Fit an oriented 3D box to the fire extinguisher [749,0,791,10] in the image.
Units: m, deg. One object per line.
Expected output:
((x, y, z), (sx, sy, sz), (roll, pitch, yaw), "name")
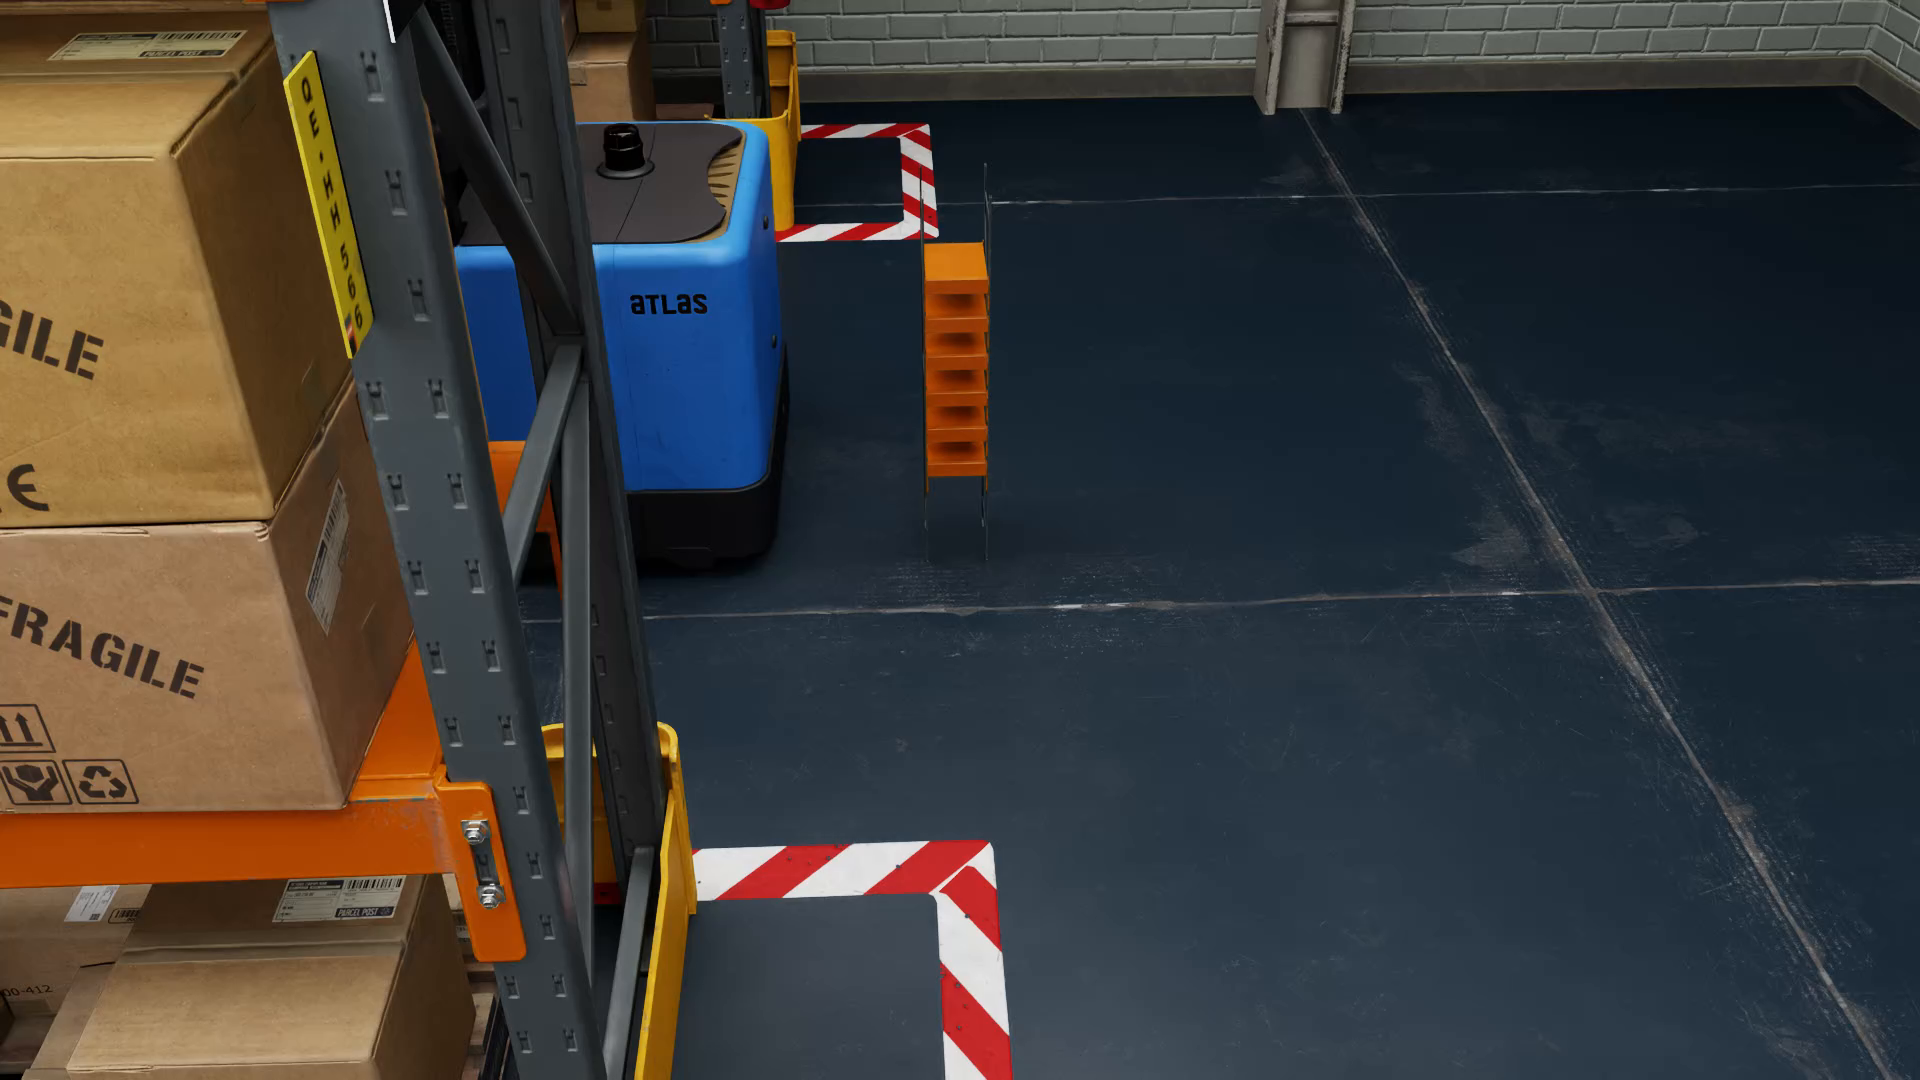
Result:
((-0.771, -2.450, 6.550), (0.183, 0.674, 0.296), (-2, 35, -2), "fire extinguisher")

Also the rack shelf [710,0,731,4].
((-2.941, -2.544, 6.922), (4.000, 0.370, 1.077), (-2, 35, -2), "rack shelf")

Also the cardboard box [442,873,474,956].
((-1.140, 0.730, 3.678), (0.250, 0.149, 0.380), (-2, 35, -2), "cardboard box")

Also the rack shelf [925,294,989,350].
((-0.014, -0.654, 4.797), (0.180, 0.103, 0.258), (-2, 35, -2), "rack shelf")

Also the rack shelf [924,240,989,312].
((-0.014, -0.752, 4.728), (0.180, 0.103, 0.258), (-2, 35, -2), "rack shelf")

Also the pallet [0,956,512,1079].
((-1.577, 1.093, 3.485), (1.213, 0.211, 1.003), (-2, 35, -2), "pallet")

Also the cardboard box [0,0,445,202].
((-1.161, -0.668, 2.612), (0.500, 0.500, 0.500), (-1, 35, -1), "cardboard box")

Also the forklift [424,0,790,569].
((-2.097, -1.367, 4.650), (3.031, 2.935, 1.130), (-1, 35, -1), "forklift")

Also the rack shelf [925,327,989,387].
((-0.014, -0.555, 4.865), (0.180, 0.103, 0.258), (-2, 35, -2), "rack shelf")

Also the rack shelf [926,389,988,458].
((-0.014, -0.358, 5.002), (0.180, 0.103, 0.258), (-2, 35, -2), "rack shelf")

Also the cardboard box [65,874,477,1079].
((-1.237, 0.924, 3.089), (0.500, 0.500, 0.500), (-2, 35, -2), "cardboard box")

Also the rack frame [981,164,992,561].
((0.077, -0.495, 4.912), (0.006, 1.200, 0.240), (-2, 35, -2), "rack frame")

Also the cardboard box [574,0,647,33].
((-1.523, -2.346, 7.262), (0.250, 0.149, 0.380), (-1, 35, -2), "cardboard box")

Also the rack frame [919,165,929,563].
((-0.106, -0.491, 4.904), (0.006, 1.200, 0.240), (-2, 35, -2), "rack frame")

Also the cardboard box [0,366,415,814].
((-1.140, 0.048, 2.457), (0.500, 0.500, 0.500), (-1, 35, -1), "cardboard box")

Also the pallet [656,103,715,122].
((-1.738, -1.681, 7.493), (1.213, 0.211, 1.003), (-2, 35, -2), "pallet")

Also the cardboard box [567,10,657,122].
((-1.638, -1.962, 7.277), (0.500, 0.500, 0.700), (-2, 35, -2), "cardboard box")

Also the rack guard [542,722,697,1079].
((-0.781, 0.952, 3.434), (0.348, 0.500, 1.175), (-2, 35, -2), "rack guard")

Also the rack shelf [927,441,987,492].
((-0.014, -0.259, 5.070), (0.180, 0.103, 0.258), (-2, 35, -2), "rack shelf")

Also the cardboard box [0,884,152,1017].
((-1.761, 0.739, 3.576), (0.500, 0.250, 0.500), (-2, 35, -2), "cardboard box")

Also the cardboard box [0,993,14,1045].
((-2.187, 1.035, 3.148), (0.500, 0.250, 0.500), (-2, 35, -2), "cardboard box")

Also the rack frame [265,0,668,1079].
((-0.705, -0.077, 2.726), (0.127, 3.000, 1.000), (-2, 35, -2), "rack frame")

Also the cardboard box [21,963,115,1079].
((-1.645, 1.021, 3.242), (0.250, 0.166, 0.380), (-2, 35, -2), "cardboard box")

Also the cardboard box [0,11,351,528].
((-1.137, -0.361, 2.170), (0.500, 0.500, 0.500), (-2, 35, -3), "cardboard box")

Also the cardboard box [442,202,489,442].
((-1.161, -0.257, 2.897), (0.500, 0.500, 0.500), (-1, 35, -1), "cardboard box")

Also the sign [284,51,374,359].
((-0.699, -0.368, 1.850), (0.005, 0.325, 0.100), (-2, 35, -2), "sign")

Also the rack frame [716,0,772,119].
((-0.943, -2.893, 6.795), (0.127, 3.000, 1.000), (-2, 35, -2), "rack frame")

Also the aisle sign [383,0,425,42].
((-0.623, -0.974, 1.737), (0.004, 0.787, 0.394), (-2, 35, -2), "aisle sign")

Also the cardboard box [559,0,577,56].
((-1.758, -2.122, 6.938), (0.250, 0.149, 0.380), (-2, 35, -3), "cardboard box")

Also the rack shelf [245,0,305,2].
((-2.703, -0.961, 1.999), (4.000, 0.370, 1.077), (-2, 35, -2), "rack shelf")

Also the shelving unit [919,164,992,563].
((-0.014, -0.493, 4.908), (0.189, 1.200, 0.258), (-2, 35, -2), "shelving unit")

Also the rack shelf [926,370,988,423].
((-0.014, -0.456, 4.933), (0.180, 0.103, 0.258), (-2, 35, -2), "rack shelf")

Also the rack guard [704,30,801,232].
((-0.919, -1.866, 7.507), (0.348, 0.500, 1.175), (-2, 35, -2), "rack guard")

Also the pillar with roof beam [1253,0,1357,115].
((1.916, -3.477, 2.367), (0.400, 9.000, 9.100), (-2, 35, -2), "pillar with roof beam")

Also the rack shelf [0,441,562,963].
((-2.703, 0.272, 2.853), (4.000, 0.370, 1.077), (-2, 35, -2), "rack shelf")
